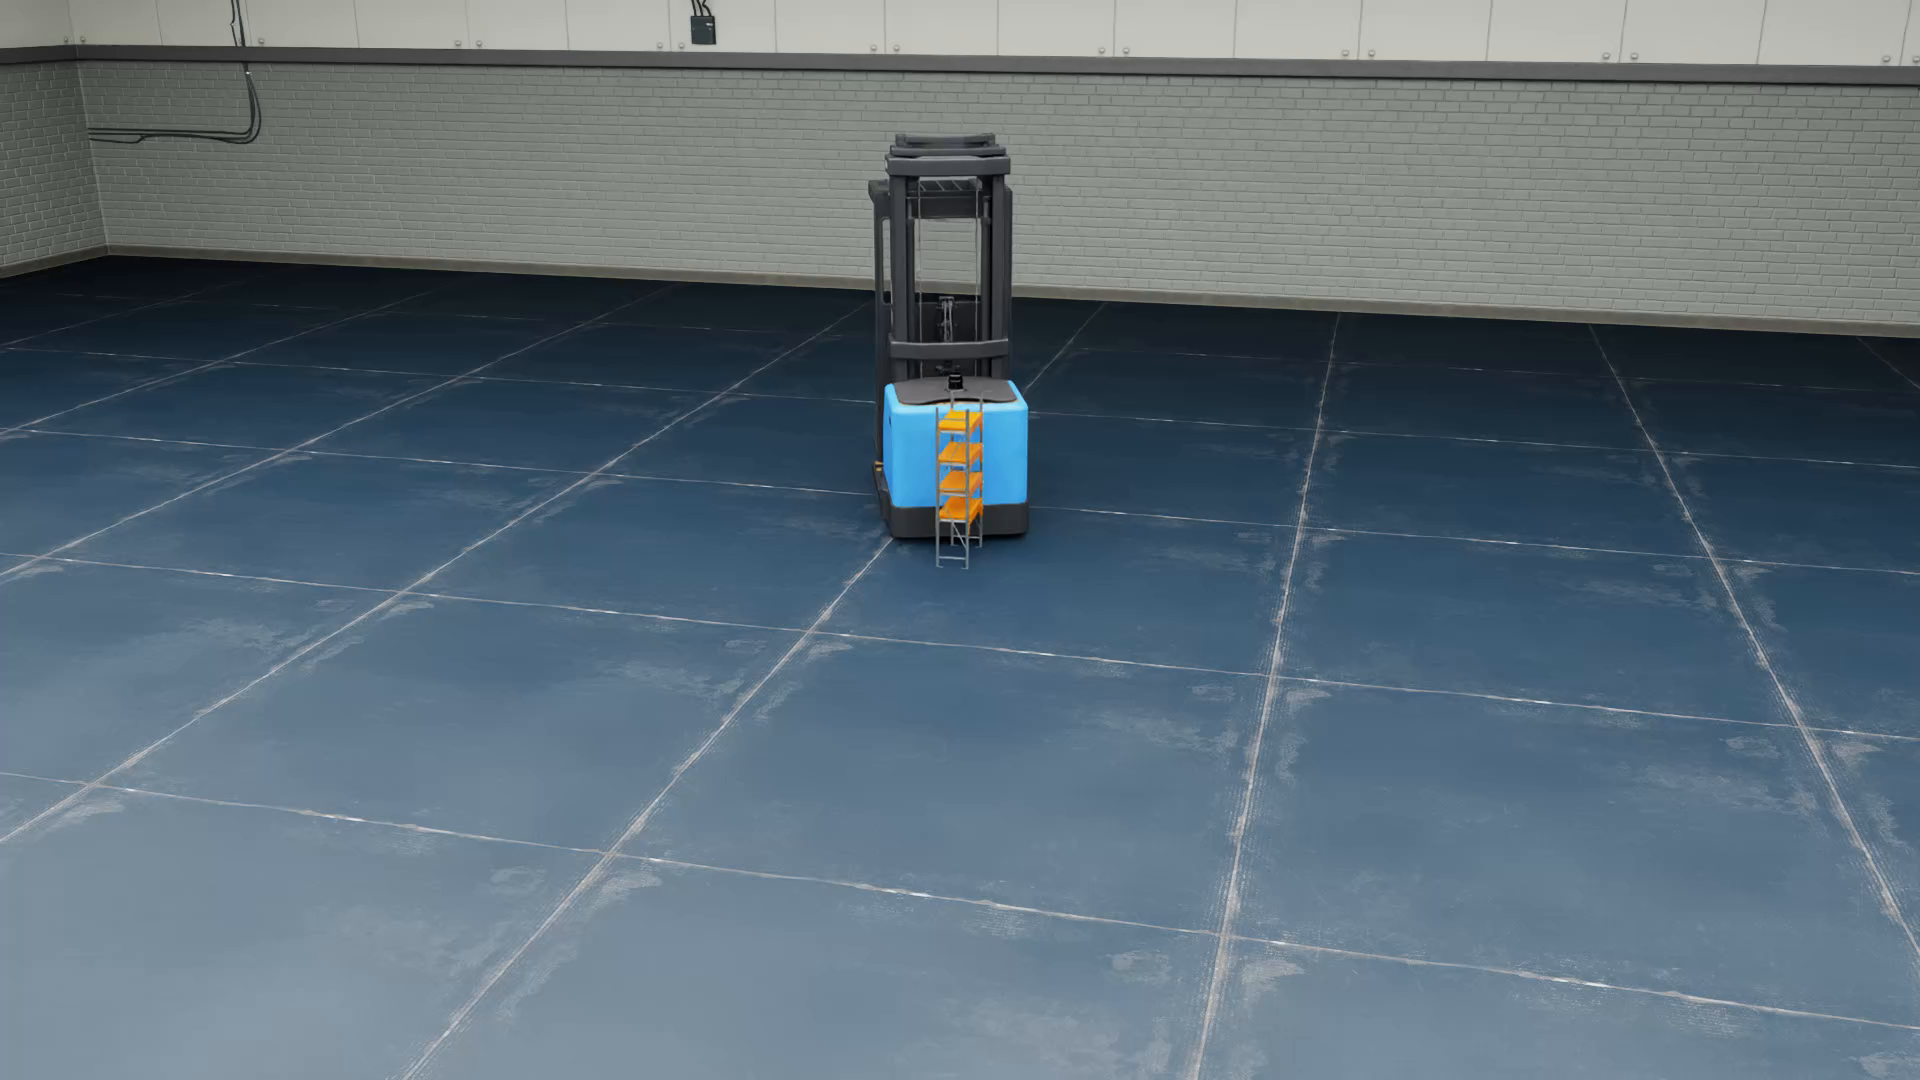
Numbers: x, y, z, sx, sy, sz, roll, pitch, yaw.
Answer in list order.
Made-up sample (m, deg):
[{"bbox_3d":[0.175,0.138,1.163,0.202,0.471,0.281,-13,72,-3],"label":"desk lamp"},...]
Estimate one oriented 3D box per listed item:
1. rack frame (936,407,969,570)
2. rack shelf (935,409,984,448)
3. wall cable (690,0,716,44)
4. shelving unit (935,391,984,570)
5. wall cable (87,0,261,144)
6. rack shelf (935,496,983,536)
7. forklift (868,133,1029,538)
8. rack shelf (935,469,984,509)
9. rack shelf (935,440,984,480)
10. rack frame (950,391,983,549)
[{"bbox_3d":[-0.054,-0.359,11.882,0.240,1.200,0.015,4,19,12],"label":"rack frame"},{"bbox_3d":[-0.002,-0.808,11.980,0.258,0.148,0.480,4,19,12],"label":"rack shelf"},{"bbox_3d":[-2.443,-9.361,20.911,2.305,6.003,0.169,5,19,13],"label":"wall cable"},{"bbox_3d":[-0.002,-0.436,12.108,0.258,1.200,0.503,4,19,12],"label":"shelving unit"},{"bbox_3d":[-11.645,-7.037,24.172,3.097,2.526,0.112,5,19,13],"label":"wall cable"},{"bbox_3d":[-0.002,-0.184,12.193,0.258,0.148,0.480,4,19,12],"label":"rack shelf"},{"bbox_3d":[-0.161,-1.836,13.527,1.130,2.935,3.031,-2,19,-6],"label":"forklift"},{"bbox_3d":[-0.002,-0.372,12.129,0.258,0.148,0.480,4,19,12],"label":"rack shelf"},{"bbox_3d":[-0.002,-0.584,12.057,0.258,0.148,0.480,4,19,12],"label":"rack shelf"},{"bbox_3d":[0.049,-0.513,12.333,0.240,1.200,0.015,4,19,12],"label":"rack frame"}]
